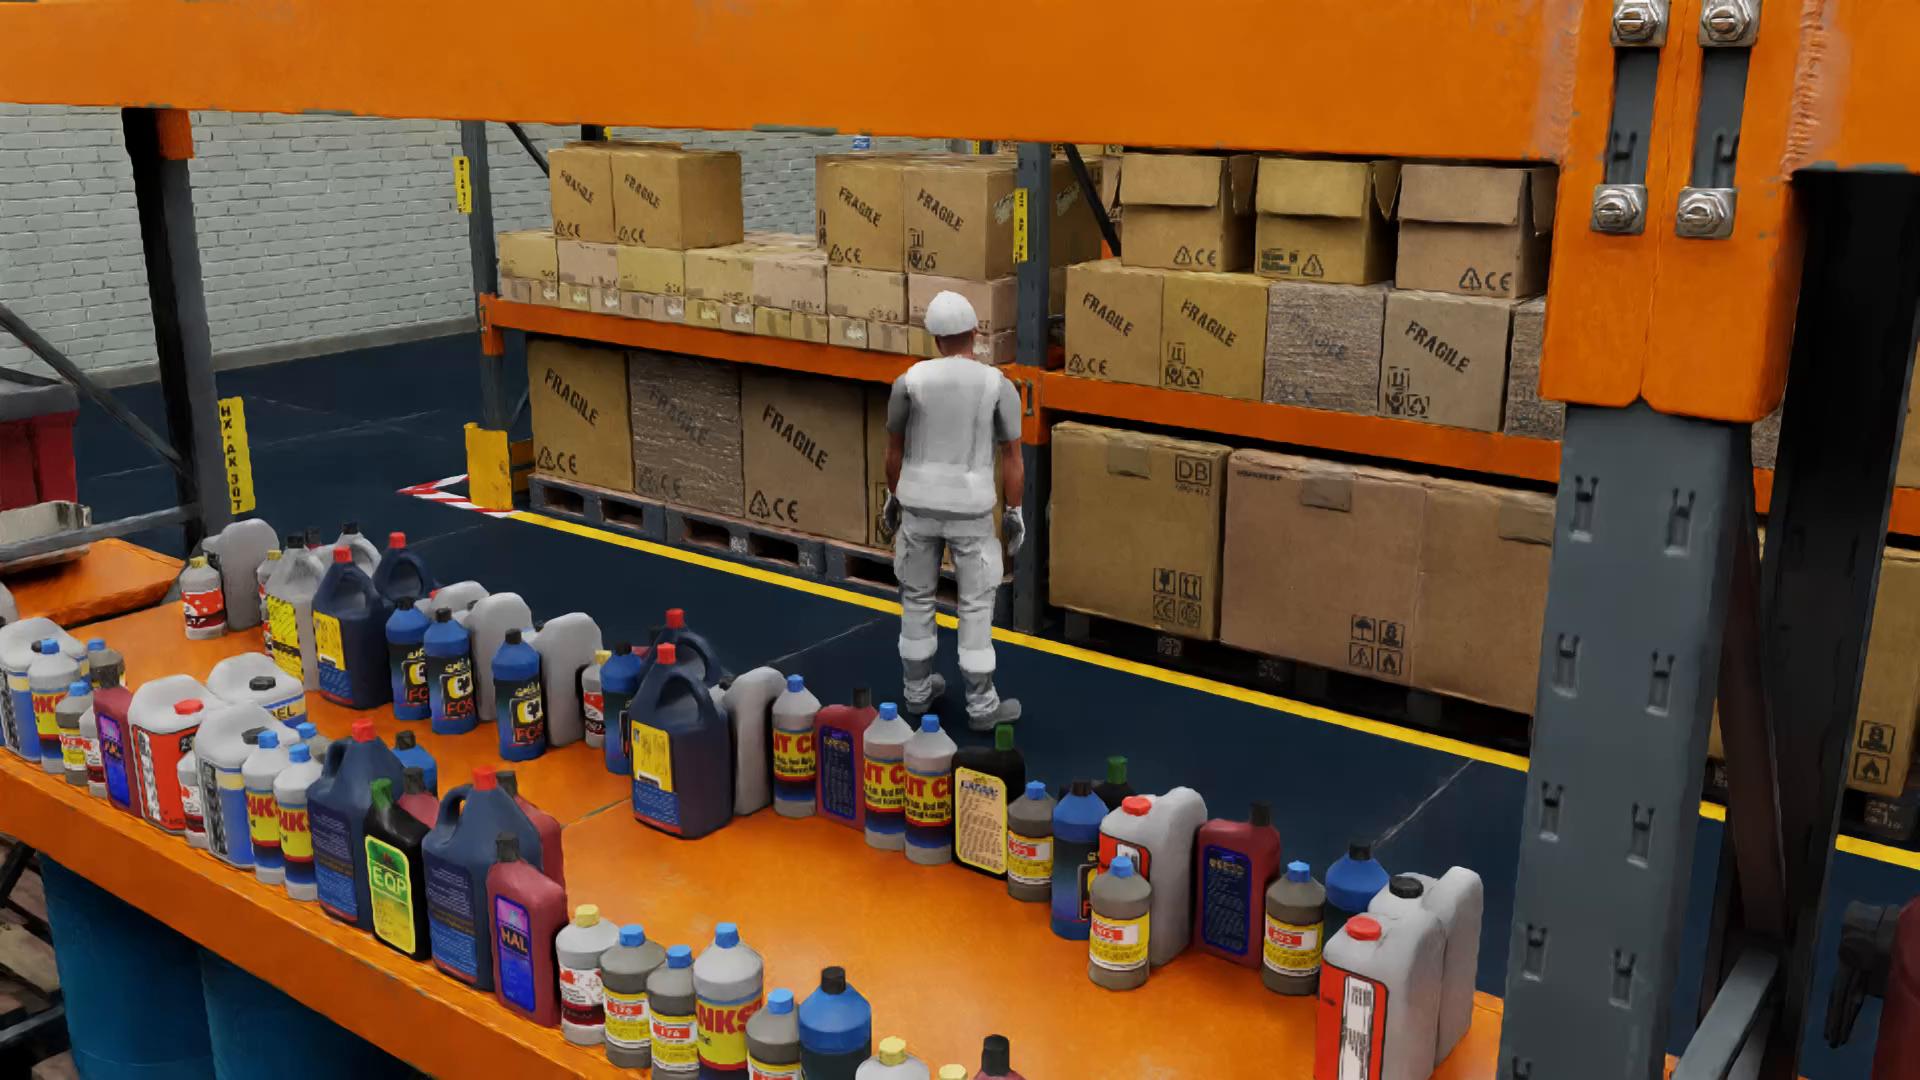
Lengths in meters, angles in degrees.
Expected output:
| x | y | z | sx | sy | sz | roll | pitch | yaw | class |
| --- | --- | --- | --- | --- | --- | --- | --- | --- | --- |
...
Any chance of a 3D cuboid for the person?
| x | y | z | sx | sy | sz | roll | pitch | yaw | class |
| --- | --- | --- | --- | --- | --- | --- | --- | --- | --- |
| -0.021 | -0.129 | 6.818 | 0.590 | 1.795 | 0.456 | 2 | 17 | 8 | person |
